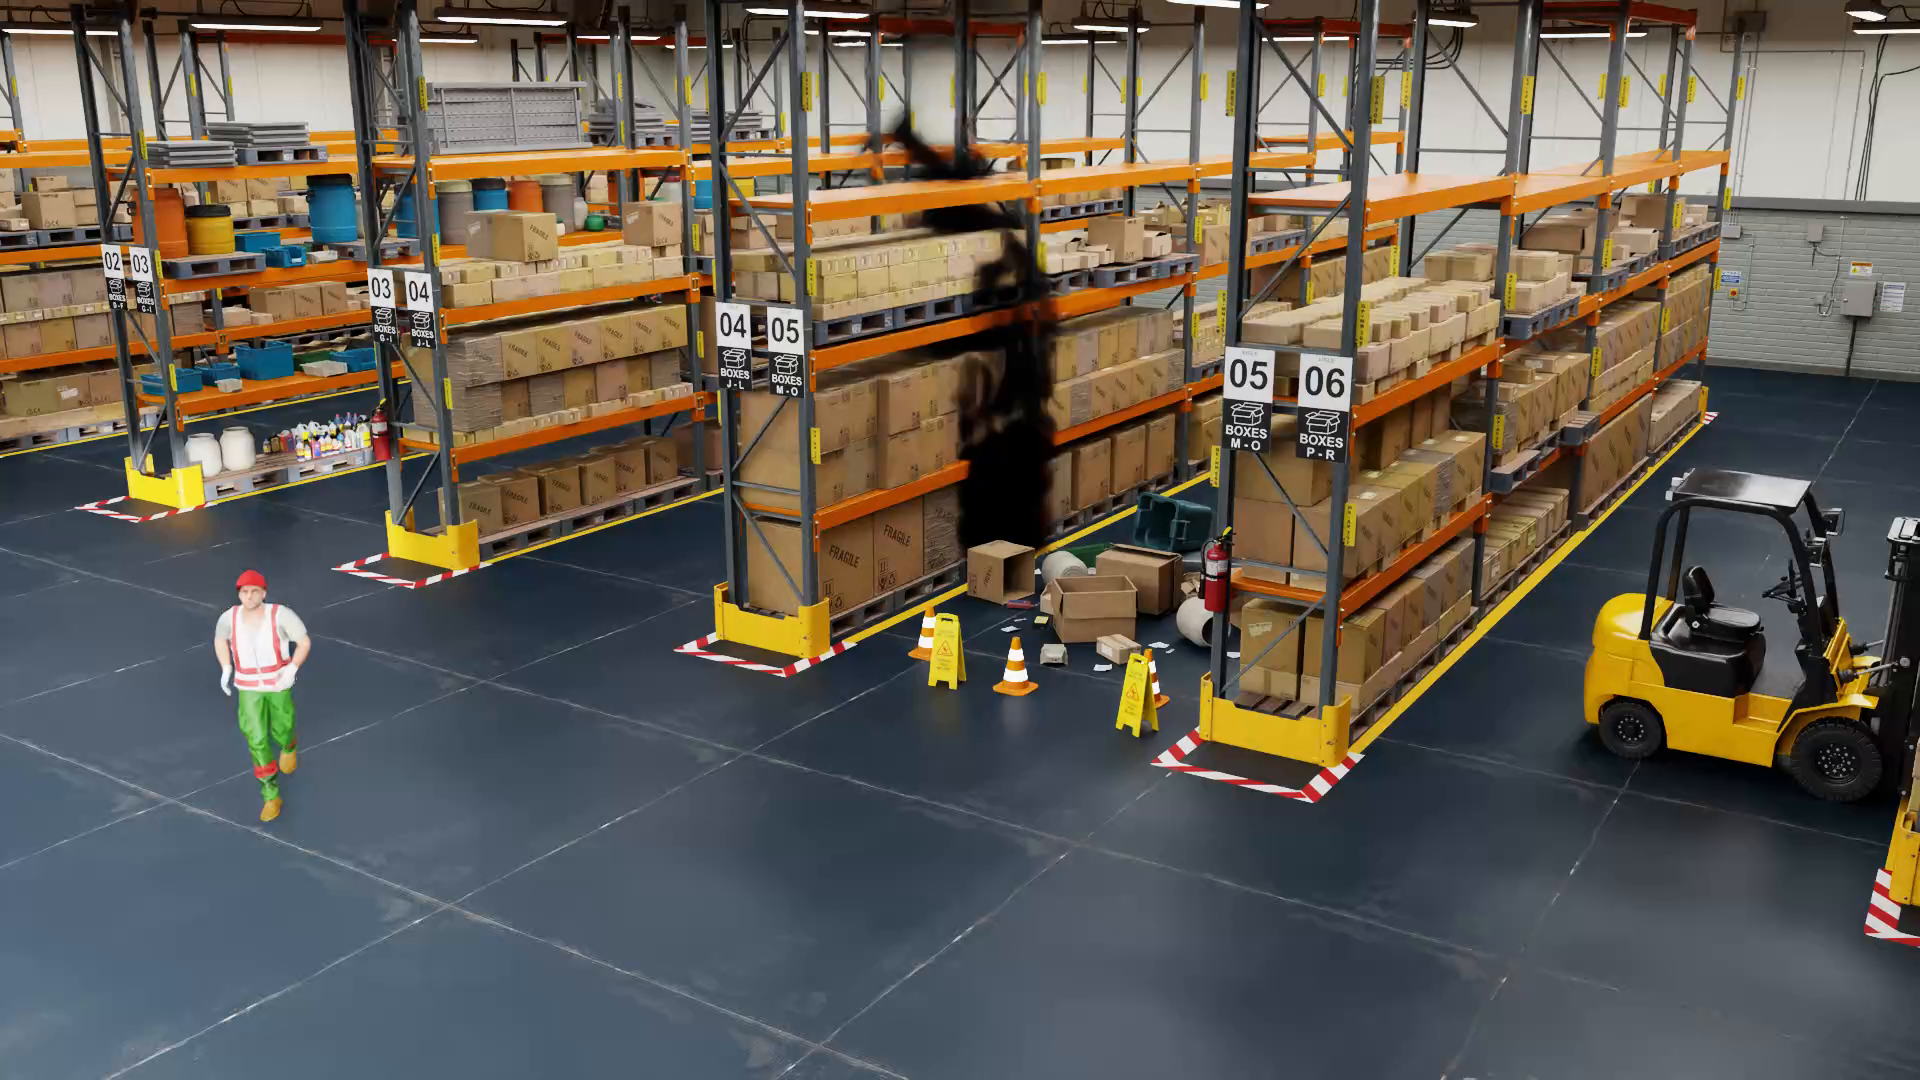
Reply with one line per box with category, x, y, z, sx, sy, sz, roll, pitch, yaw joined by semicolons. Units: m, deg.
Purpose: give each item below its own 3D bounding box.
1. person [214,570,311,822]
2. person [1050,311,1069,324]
person;-5.060;1.062;12.132;0.668;1.784;0.884;-4;16;-15
person;1.582;-2.802;26.001;0.657;1.705;0.970;7;17;23
